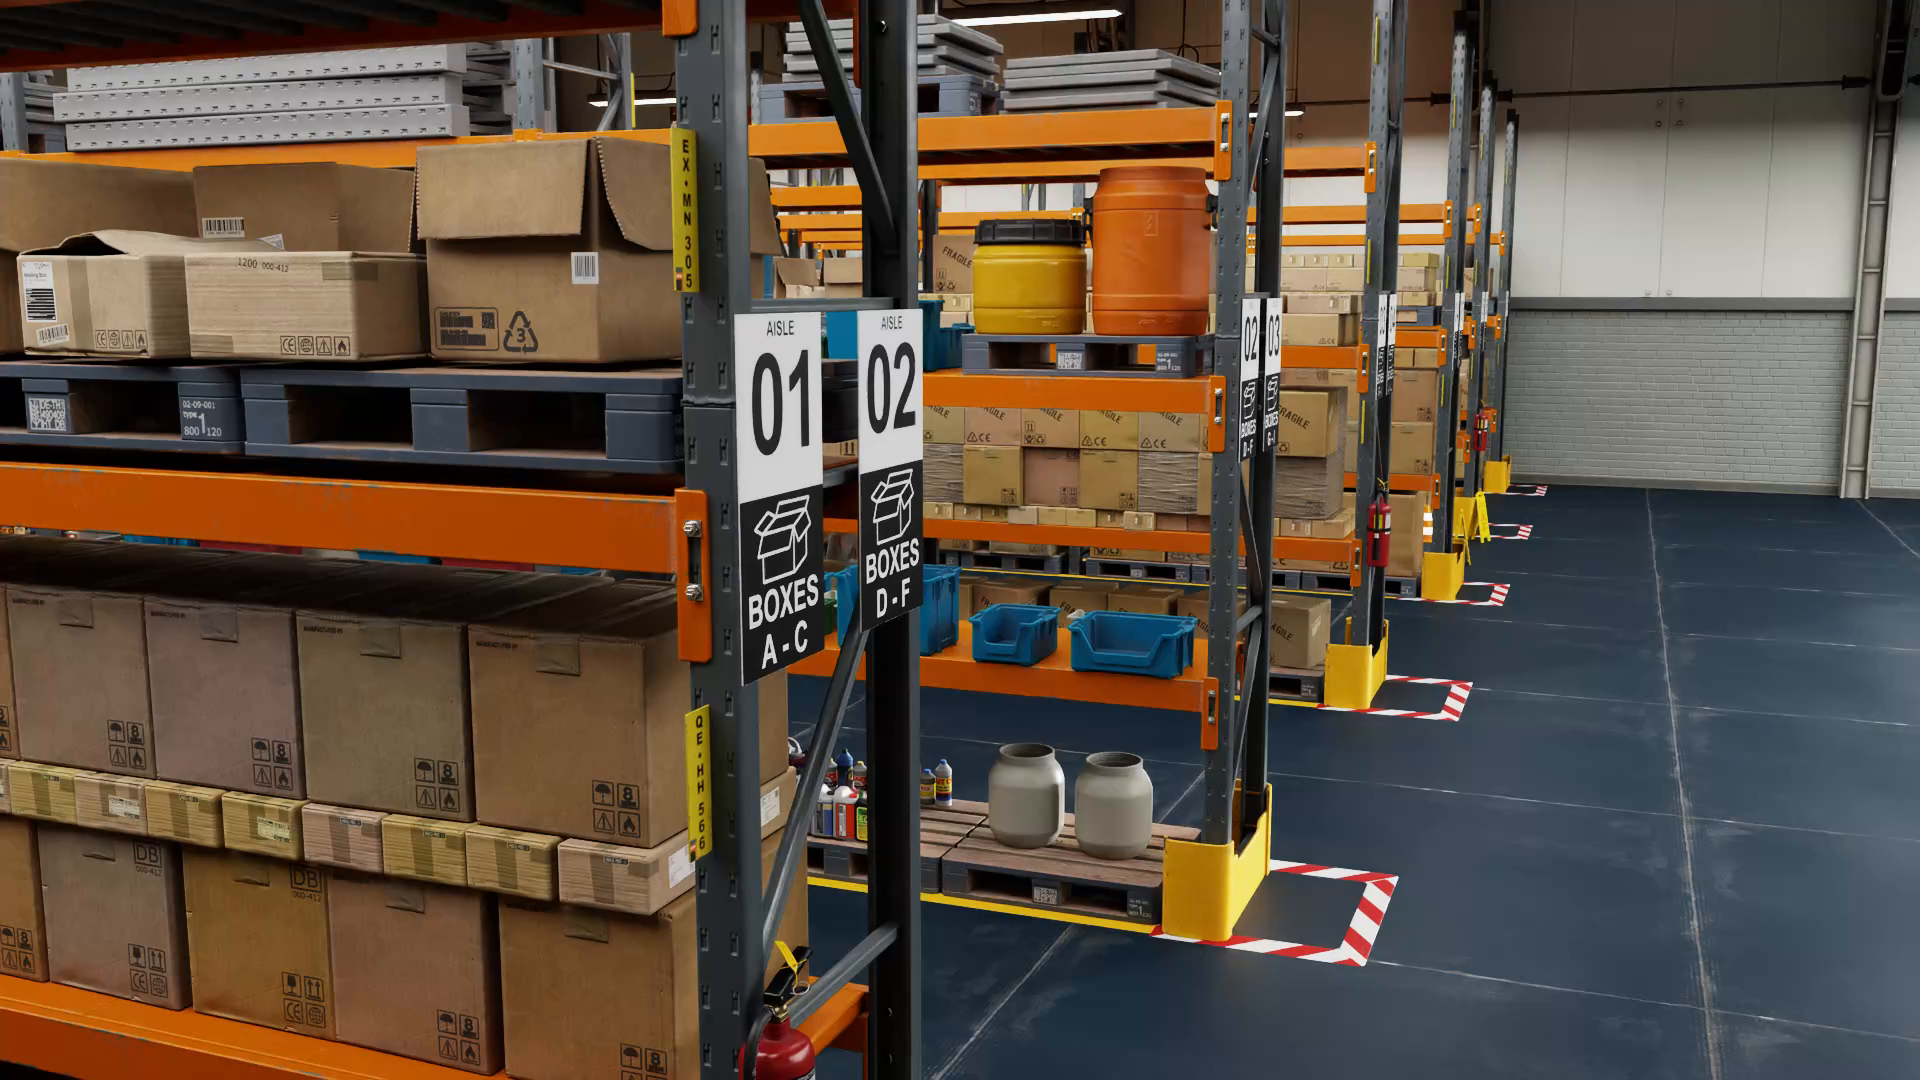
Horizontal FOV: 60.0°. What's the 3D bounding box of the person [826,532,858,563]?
[{"bbox_3d":[-1.105,-0.140,16.607,0.633,1.751,0.558,3,9,22],"label":"person"}]
